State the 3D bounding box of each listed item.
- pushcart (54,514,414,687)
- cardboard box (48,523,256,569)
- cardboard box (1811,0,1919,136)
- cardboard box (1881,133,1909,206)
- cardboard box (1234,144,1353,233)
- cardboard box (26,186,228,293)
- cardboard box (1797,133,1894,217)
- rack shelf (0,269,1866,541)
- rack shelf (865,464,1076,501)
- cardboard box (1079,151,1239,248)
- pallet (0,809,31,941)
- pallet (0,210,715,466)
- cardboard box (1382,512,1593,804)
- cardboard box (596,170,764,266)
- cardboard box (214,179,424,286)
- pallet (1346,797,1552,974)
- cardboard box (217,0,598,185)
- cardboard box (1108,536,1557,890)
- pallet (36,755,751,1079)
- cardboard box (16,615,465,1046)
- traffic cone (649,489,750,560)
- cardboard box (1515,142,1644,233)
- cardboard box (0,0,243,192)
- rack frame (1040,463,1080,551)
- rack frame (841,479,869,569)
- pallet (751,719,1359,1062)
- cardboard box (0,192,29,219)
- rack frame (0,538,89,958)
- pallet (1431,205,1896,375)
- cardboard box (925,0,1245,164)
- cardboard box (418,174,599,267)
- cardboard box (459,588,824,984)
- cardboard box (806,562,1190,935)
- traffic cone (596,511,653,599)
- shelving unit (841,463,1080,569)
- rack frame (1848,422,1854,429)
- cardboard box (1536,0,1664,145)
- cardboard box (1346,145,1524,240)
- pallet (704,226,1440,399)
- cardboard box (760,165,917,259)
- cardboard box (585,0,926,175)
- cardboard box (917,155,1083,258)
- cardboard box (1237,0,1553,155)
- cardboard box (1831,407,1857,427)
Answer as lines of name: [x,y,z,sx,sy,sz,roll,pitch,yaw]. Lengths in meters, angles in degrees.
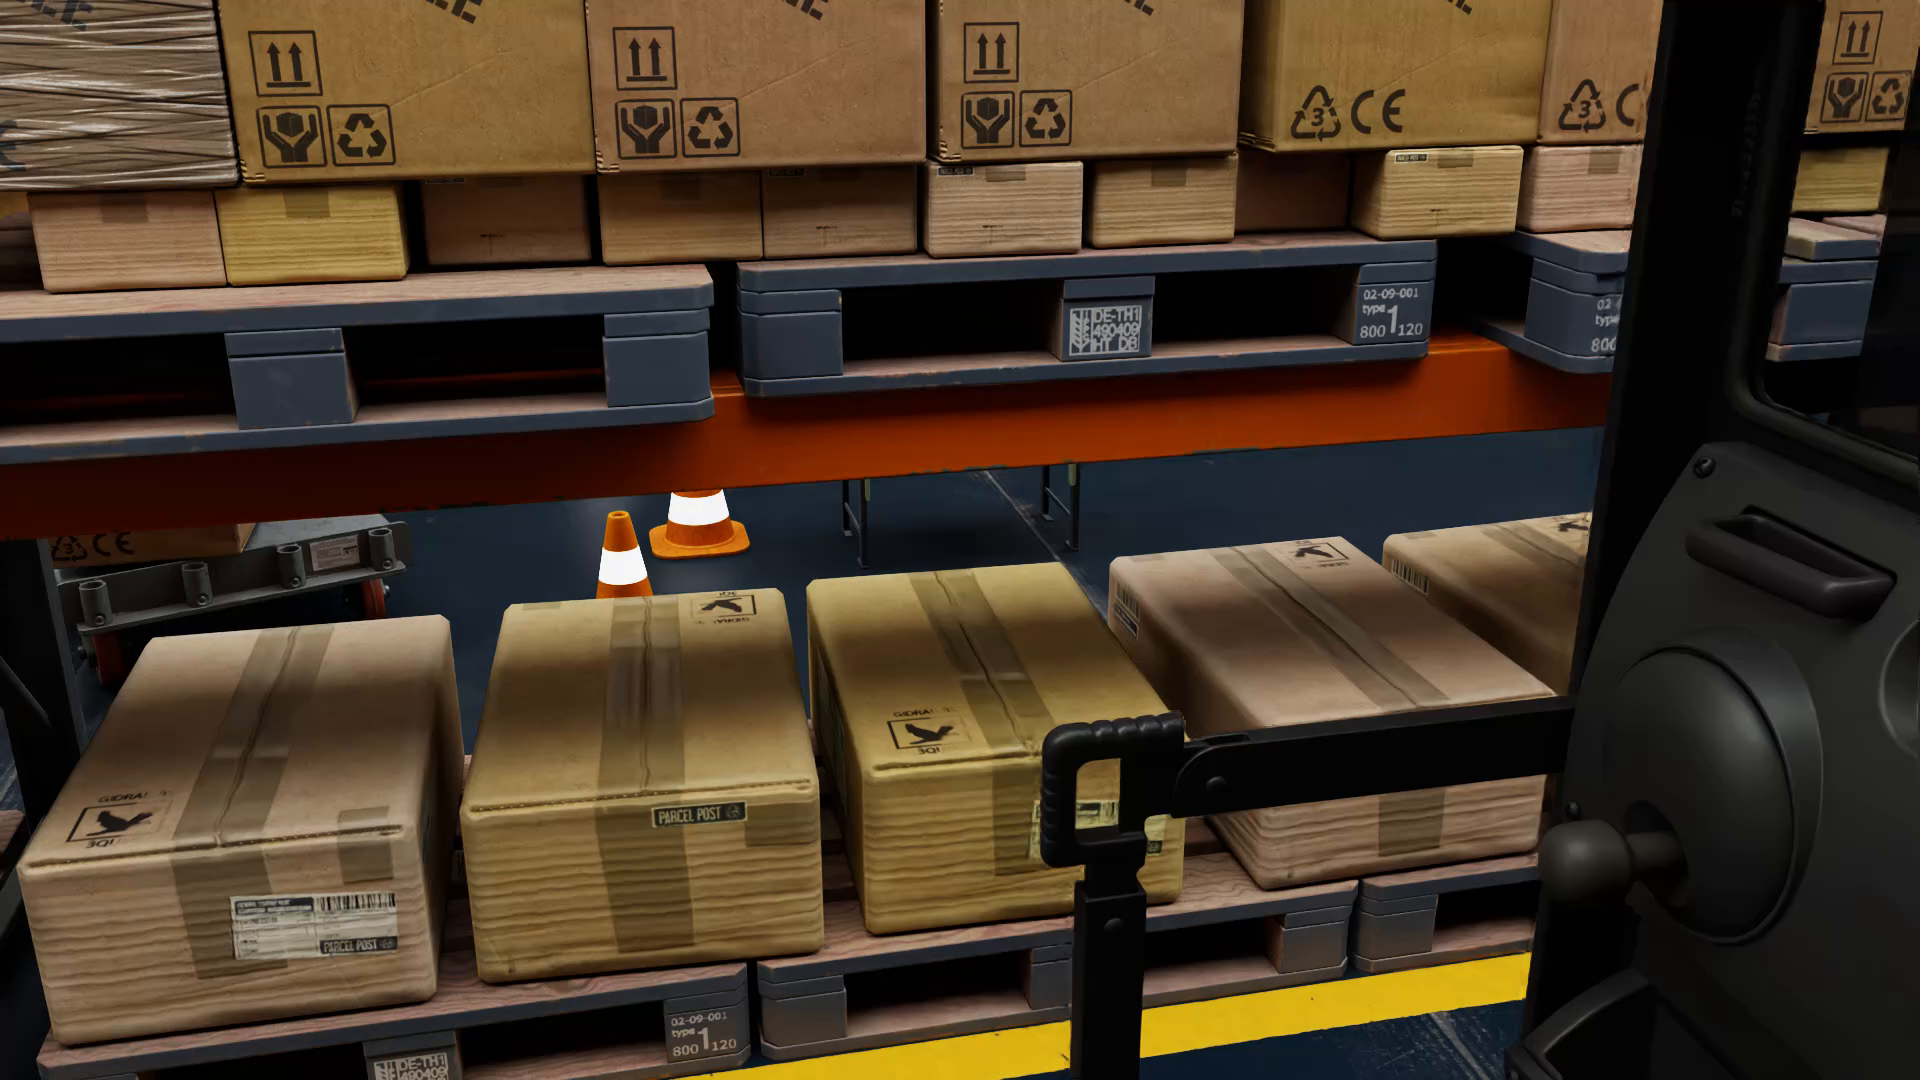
pushcart: [-2.420,-0.007,5.286,0.936,0.377,1.648,-13,24,-31]
cardboard box: [-2.285,-0.255,4.682,0.500,0.500,0.500,-5,21,-12]
cardboard box: [1.668,-1.051,3.134,0.500,0.500,0.500,-5,21,-14]
cardboard box: [1.781,-0.770,3.312,0.250,0.149,0.380,-4,20,-10]
cardboard box: [0.517,-0.669,3.034,0.250,0.149,0.380,-4,21,-12]
cardboard box: [-1.236,-0.497,2.564,0.250,0.149,0.380,-4,21,-12]
cardboard box: [1.537,-0.725,3.188,0.250,0.149,0.380,-4,21,-12]
rack shelf: [0.100,-0.300,3.318,4.000,0.370,1.077,-5,21,-12]
rack shelf: [-0.006,-0.398,5.667,0.720,0.370,0.431,-5,21,-12]
cardboard box: [0.292,-0.621,2.905,0.250,0.149,0.380,-5,21,-14]
pallet: [-2.492,0.895,3.065,1.213,0.211,1.003,-5,21,-12]
pallet: [-1.069,-0.401,2.828,1.213,0.211,1.003,-5,21,-12]
cardboard box: [1.494,0.282,3.893,0.625,0.372,0.950,-6,21,-16]
cardboard box: [-0.473,-0.568,2.758,0.250,0.149,0.380,-4,21,-12]
cardboard box: [-0.991,-0.513,2.610,0.250,0.149,0.380,-4,21,-11]
pallet: [1.285,0.575,3.939,1.213,0.211,1.003,-5,21,-12]
cardboard box: [-0.837,-0.844,2.570,0.500,0.500,0.500,-5,21,-12]
cardboard box: [0.778,0.343,3.727,0.625,0.372,0.950,-5,21,-14]
pallet: [-1.089,0.768,3.412,1.213,0.211,1.003,-5,21,-12]
cardboard box: [-1.337,0.515,3.258,0.625,0.372,0.950,-4,21,-12]
traffic cone: [-0.910,-0.213,5.722,0.334,0.463,0.336,-5,21,-12]
cardboard box: [1.055,-0.673,3.045,0.250,0.149,0.380,-6,21,-15]
cardboard box: [-1.324,-0.804,2.461,0.500,0.500,0.500,-4,21,-11]
rack frame: [0.350,-0.733,5.634,0.023,1.500,0.400,-5,21,-12]
rack frame: [-0.363,-0.675,5.476,0.023,1.500,0.400,-5,21,-12]
pallet: [0.100,0.670,3.678,1.213,0.211,1.003,-5,21,-12]
cardboard box: [-3.712,-1.301,7.485,0.875,0.875,0.875,-4,21,-12]
rack frame: [-1.847,-0.479,2.762,0.127,3.000,1.000,-5,21,-12]
pallet: [1.377,-0.614,3.408,1.003,0.211,1.213,-5,21,-12]
cardboard box: [0.145,-0.923,2.785,0.500,0.500,0.500,-6,21,-15]
cardboard box: [-0.733,-0.561,2.741,0.250,0.149,0.380,-3,20,-9]
cardboard box: [-0.638,0.457,3.416,0.625,0.372,0.950,-3,20,-9]
cardboard box: [0.038,0.401,3.568,0.625,0.372,0.950,-4,20,-11]
traffic cone: [-0.962,0.145,4.746,0.334,0.463,0.336,-5,21,-12]
shelving unit: [-0.006,-0.704,5.555,0.755,1.500,0.431,-5,21,-12]
rack frame: [2.046,-0.796,3.627,0.127,3.000,1.000,-5,21,-12]
cardboard box: [1.167,-1.006,3.012,0.500,0.500,0.500,-5,21,-13]
cardboard box: [0.791,-0.646,2.973,0.250,0.149,0.380,-4,21,-12]
pallet: [0.129,-0.536,3.194,1.213,0.211,1.003,-5,21,-12]
cardboard box: [-0.232,-0.587,2.810,0.250,0.149,0.380,-4,21,-12]
cardboard box: [-0.353,-0.879,2.664,0.500,0.500,0.500,-5,21,-13]
cardboard box: [0.039,-0.590,2.820,0.250,0.149,0.380,-4,20,-10]
cardboard box: [0.676,-0.966,2.902,0.500,0.500,0.500,-6,21,-16]
cardboard box: [2.737,-0.022,3.993,0.875,0.875,0.875,-5,21,-13]
